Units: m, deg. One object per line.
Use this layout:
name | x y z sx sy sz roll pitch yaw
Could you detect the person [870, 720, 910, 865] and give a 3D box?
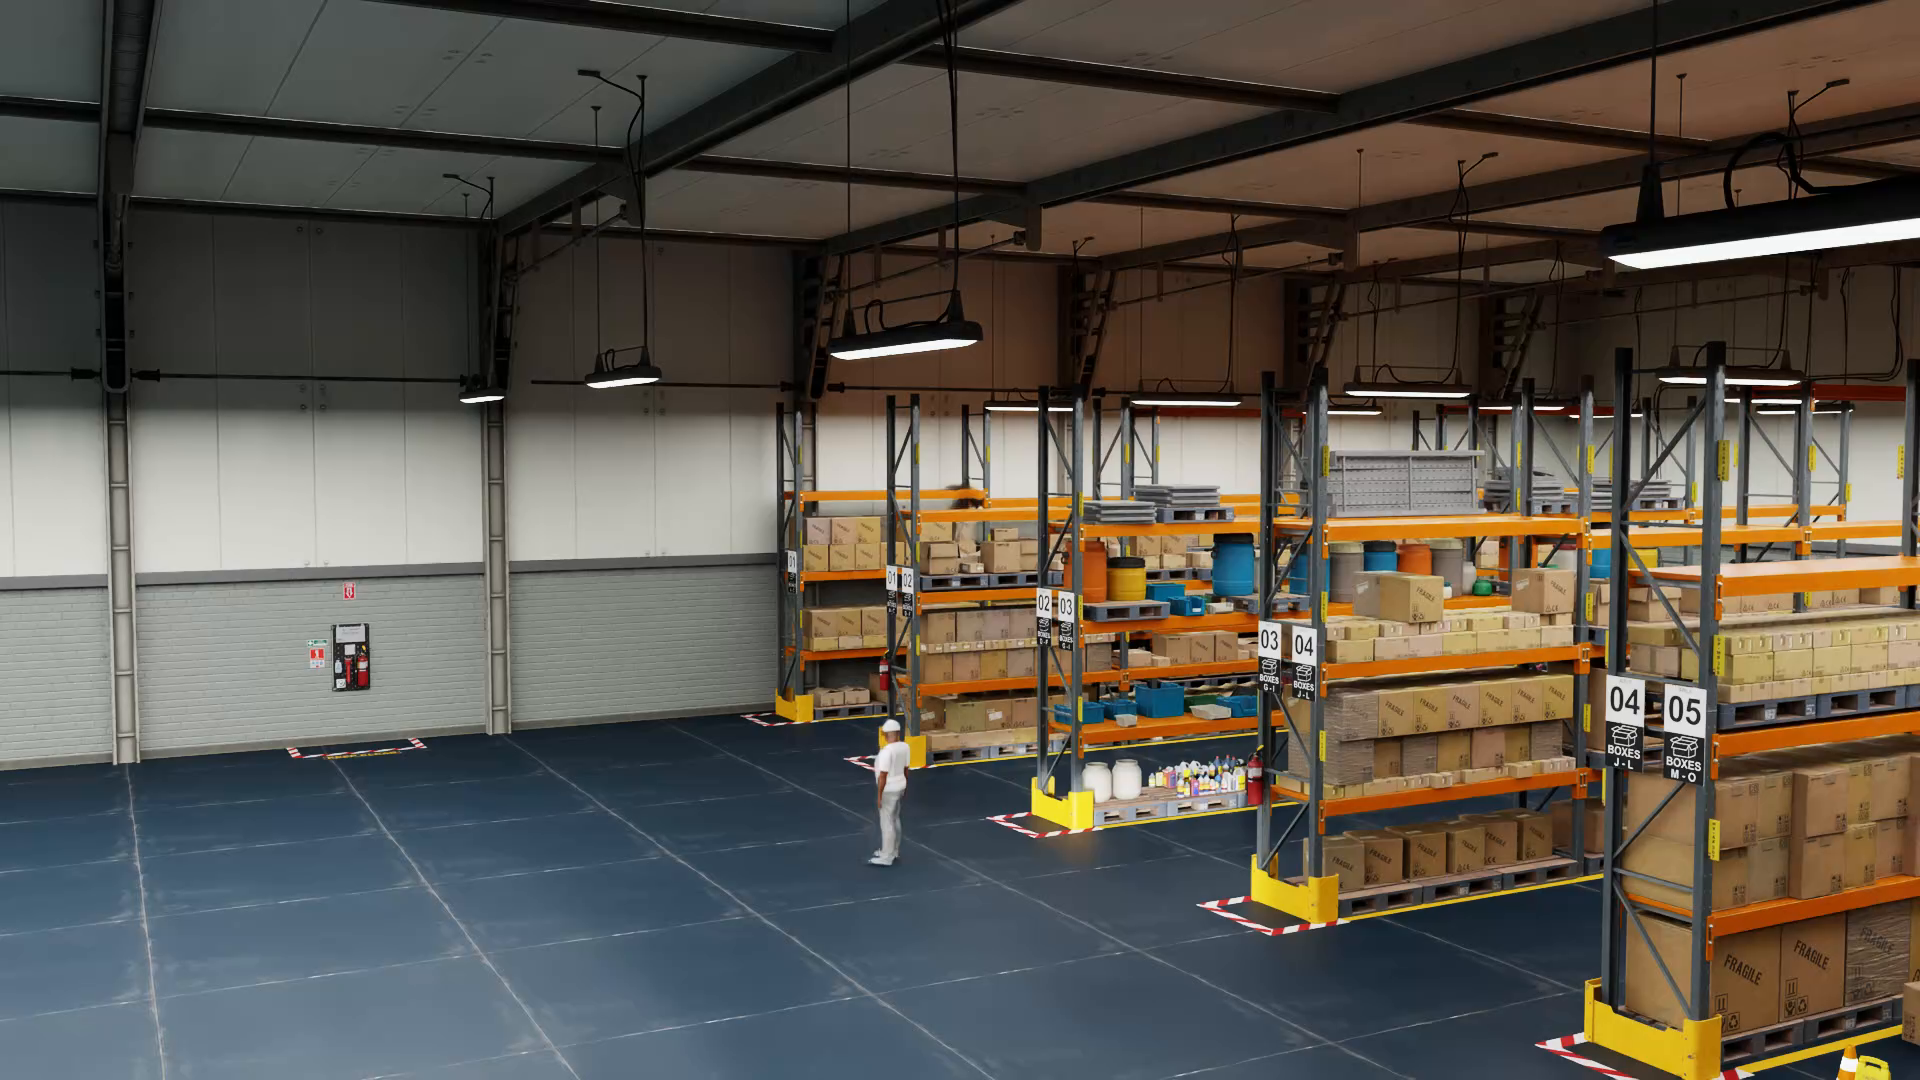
person | -0.893 3.103 20.656 0.490 1.762 0.641 1 3 19
